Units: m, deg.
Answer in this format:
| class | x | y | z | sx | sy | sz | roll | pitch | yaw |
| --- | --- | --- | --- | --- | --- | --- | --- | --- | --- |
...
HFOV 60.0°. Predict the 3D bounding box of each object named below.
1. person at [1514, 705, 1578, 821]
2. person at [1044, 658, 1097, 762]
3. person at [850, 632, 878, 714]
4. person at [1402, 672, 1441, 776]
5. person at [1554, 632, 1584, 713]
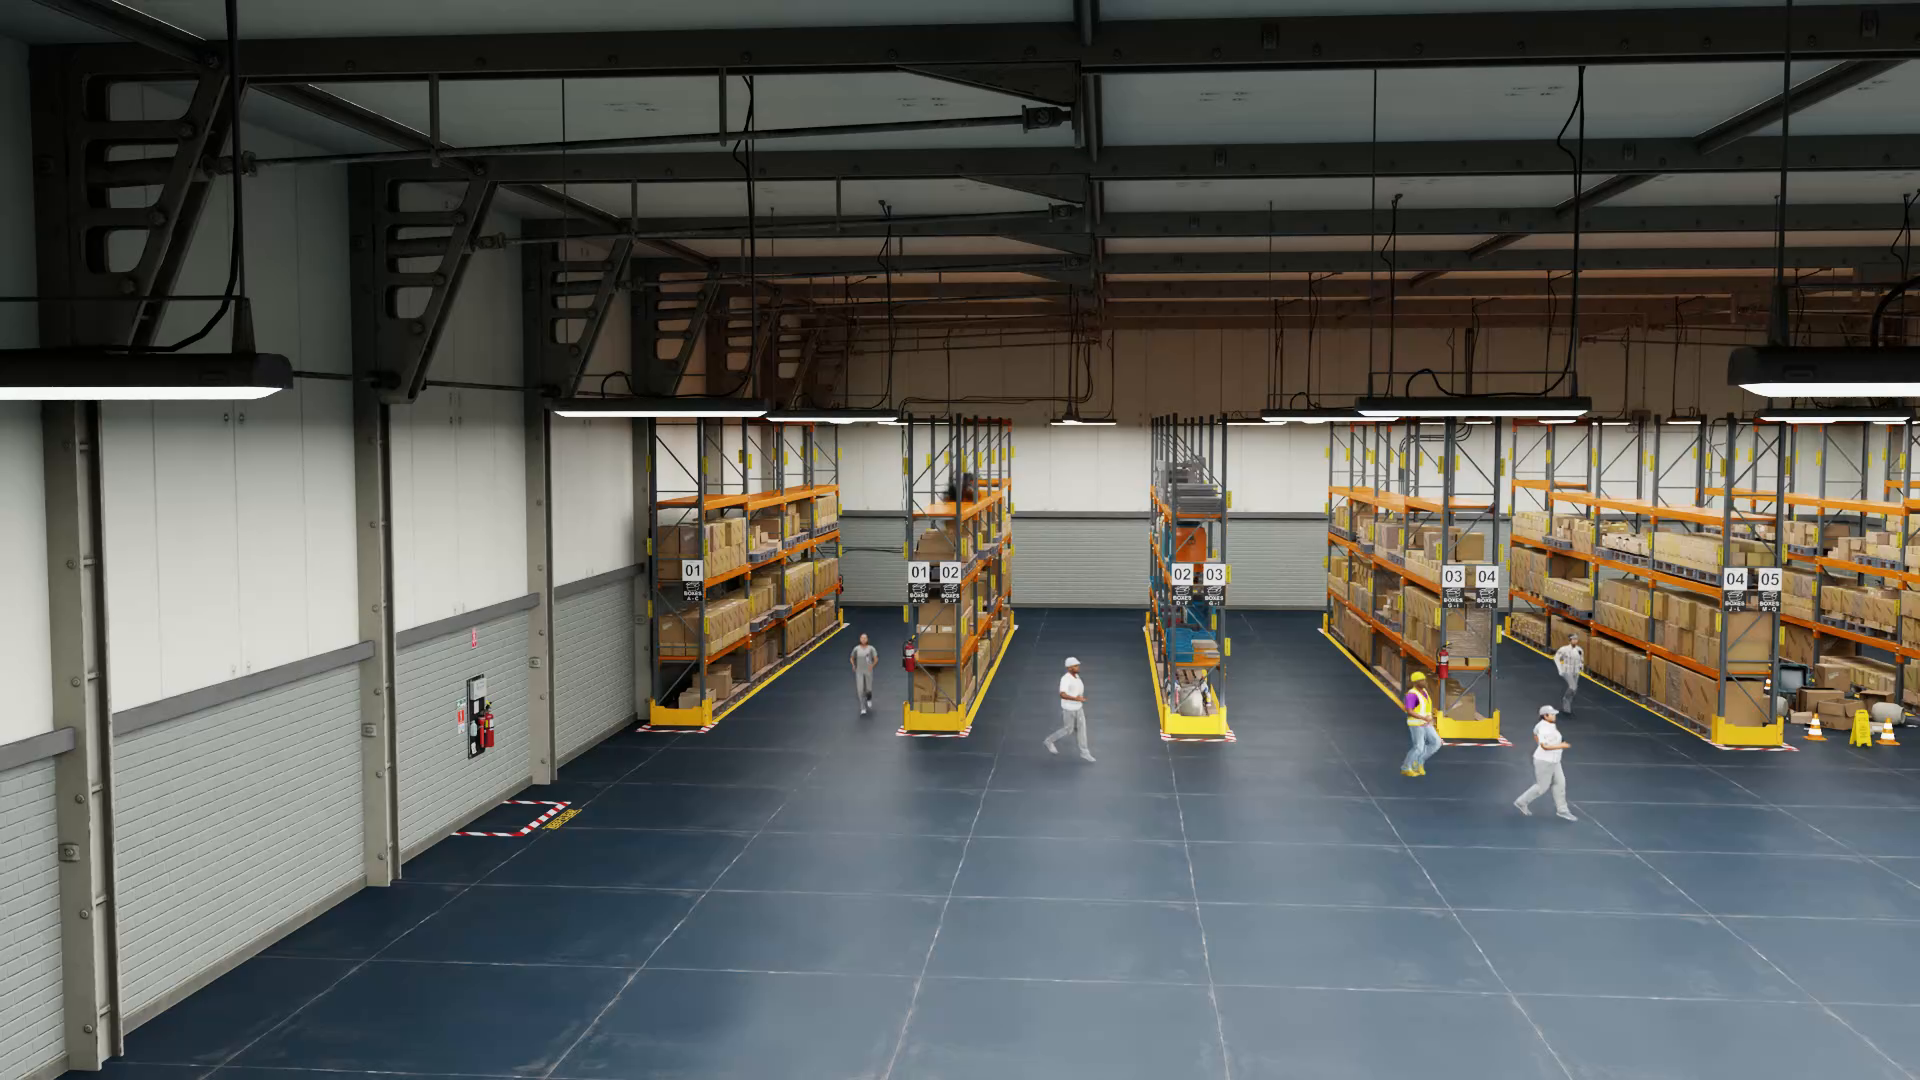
| class | x | y | z | sx | sy | sz | roll | pitch | yaw |
| --- | --- | --- | --- | --- | --- | --- | --- | --- | --- |
| person | 8.550 | 3.235 | 24.215 | 0.880 | 1.665 | 0.608 | 2 | 4 | 29 |
| person | 1.908 | 2.908 | 28.635 | 0.952 | 1.784 | 0.715 | 2 | 4 | 29 |
| person | -1.934 | 2.661 | 33.409 | 0.563 | 1.619 | 0.609 | 0 | 4 | 2 |
| person | 7.551 | 3.015 | 27.236 | 0.617 | 1.725 | 0.702 | 3 | 5 | 42 |
| person | 12.242 | 2.652 | 33.288 | 0.533 | 1.635 | 0.697 | -1 | 4 | -11 |
